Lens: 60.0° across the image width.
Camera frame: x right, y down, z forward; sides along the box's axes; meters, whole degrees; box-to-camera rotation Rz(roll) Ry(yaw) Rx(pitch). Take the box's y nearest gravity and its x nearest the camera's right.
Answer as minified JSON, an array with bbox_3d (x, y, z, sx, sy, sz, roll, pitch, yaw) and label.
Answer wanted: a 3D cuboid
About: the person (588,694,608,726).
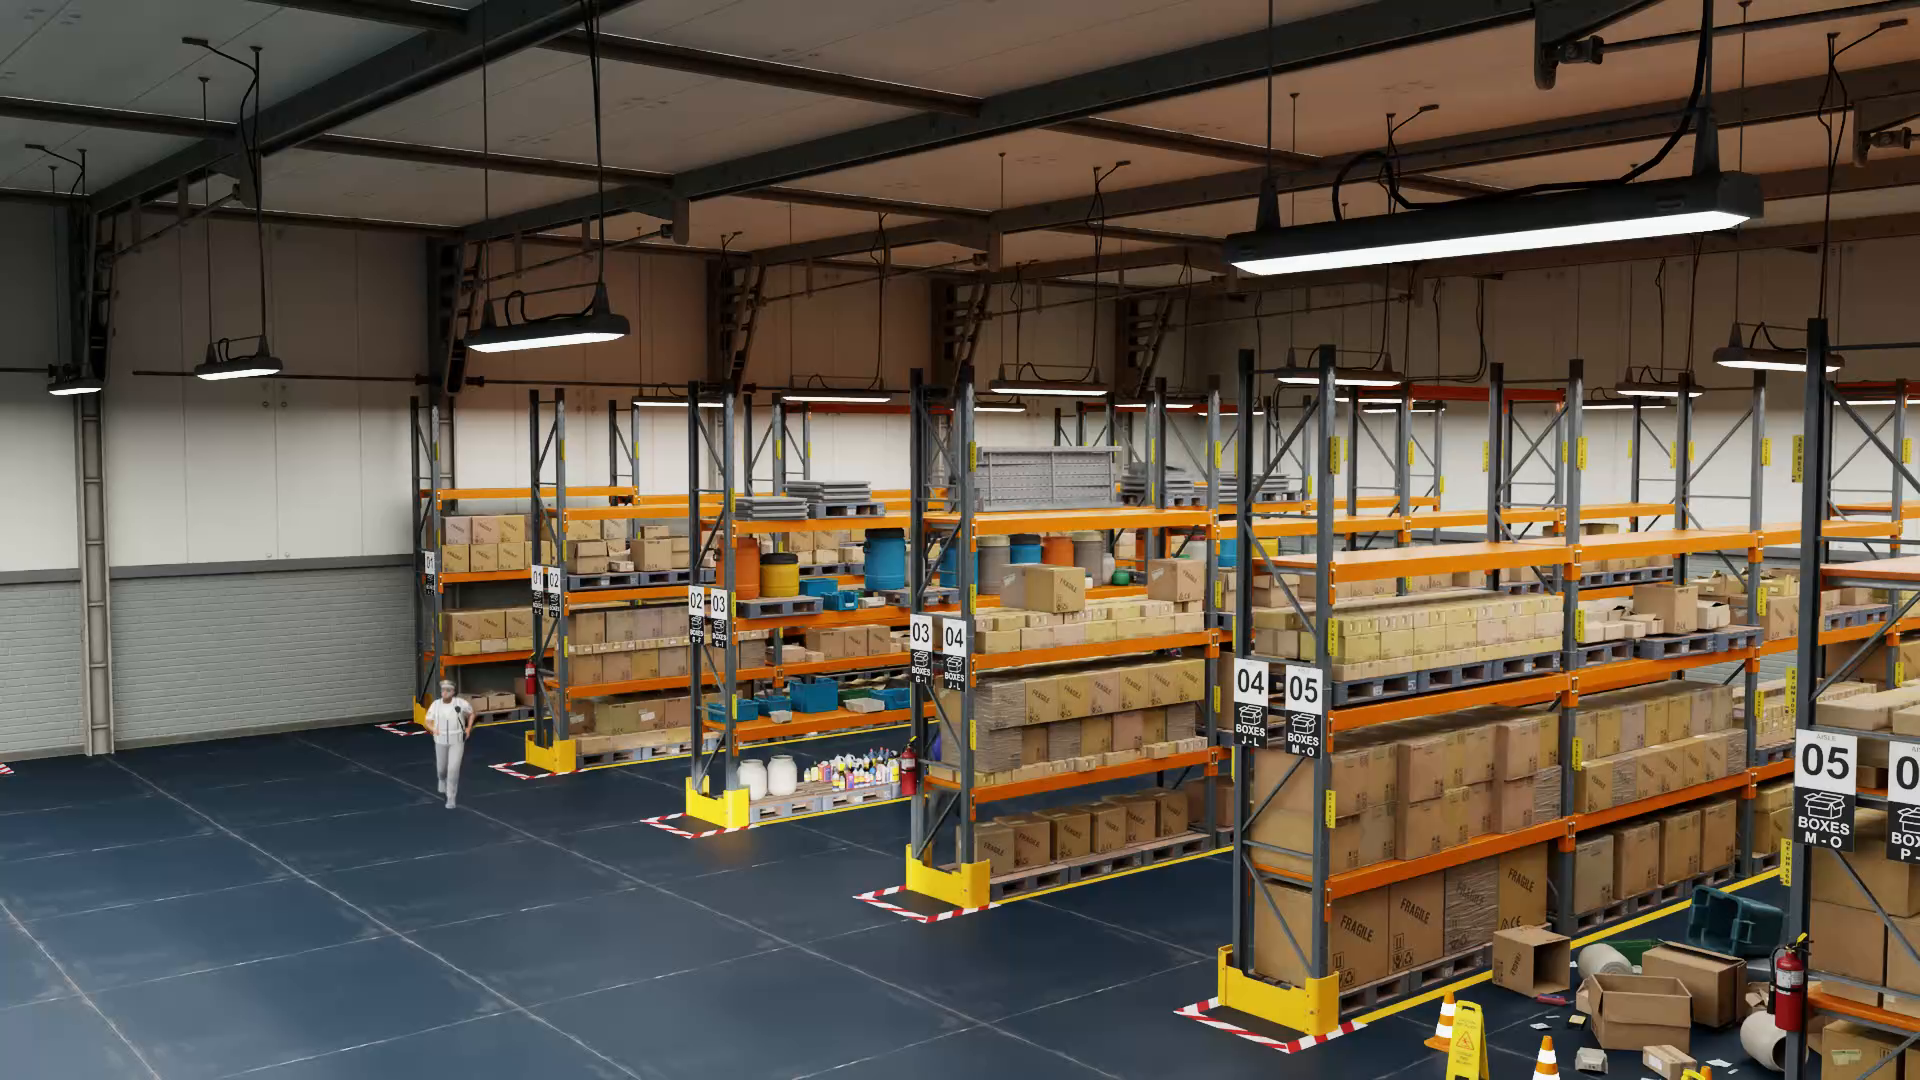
[{"bbox_3d":[-6.216,2.667,28.657,0.605,1.639,0.560,-3,4,-41],"label":"person"}]

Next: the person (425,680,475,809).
[{"bbox_3d":[-7.307,2.881,23.837,0.672,1.796,0.939,-1,3,-10],"label":"person"}]

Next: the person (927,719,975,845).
[{"bbox_3d":[-0.163,3.067,21.253,0.576,1.672,0.864,3,5,43],"label":"person"}]
